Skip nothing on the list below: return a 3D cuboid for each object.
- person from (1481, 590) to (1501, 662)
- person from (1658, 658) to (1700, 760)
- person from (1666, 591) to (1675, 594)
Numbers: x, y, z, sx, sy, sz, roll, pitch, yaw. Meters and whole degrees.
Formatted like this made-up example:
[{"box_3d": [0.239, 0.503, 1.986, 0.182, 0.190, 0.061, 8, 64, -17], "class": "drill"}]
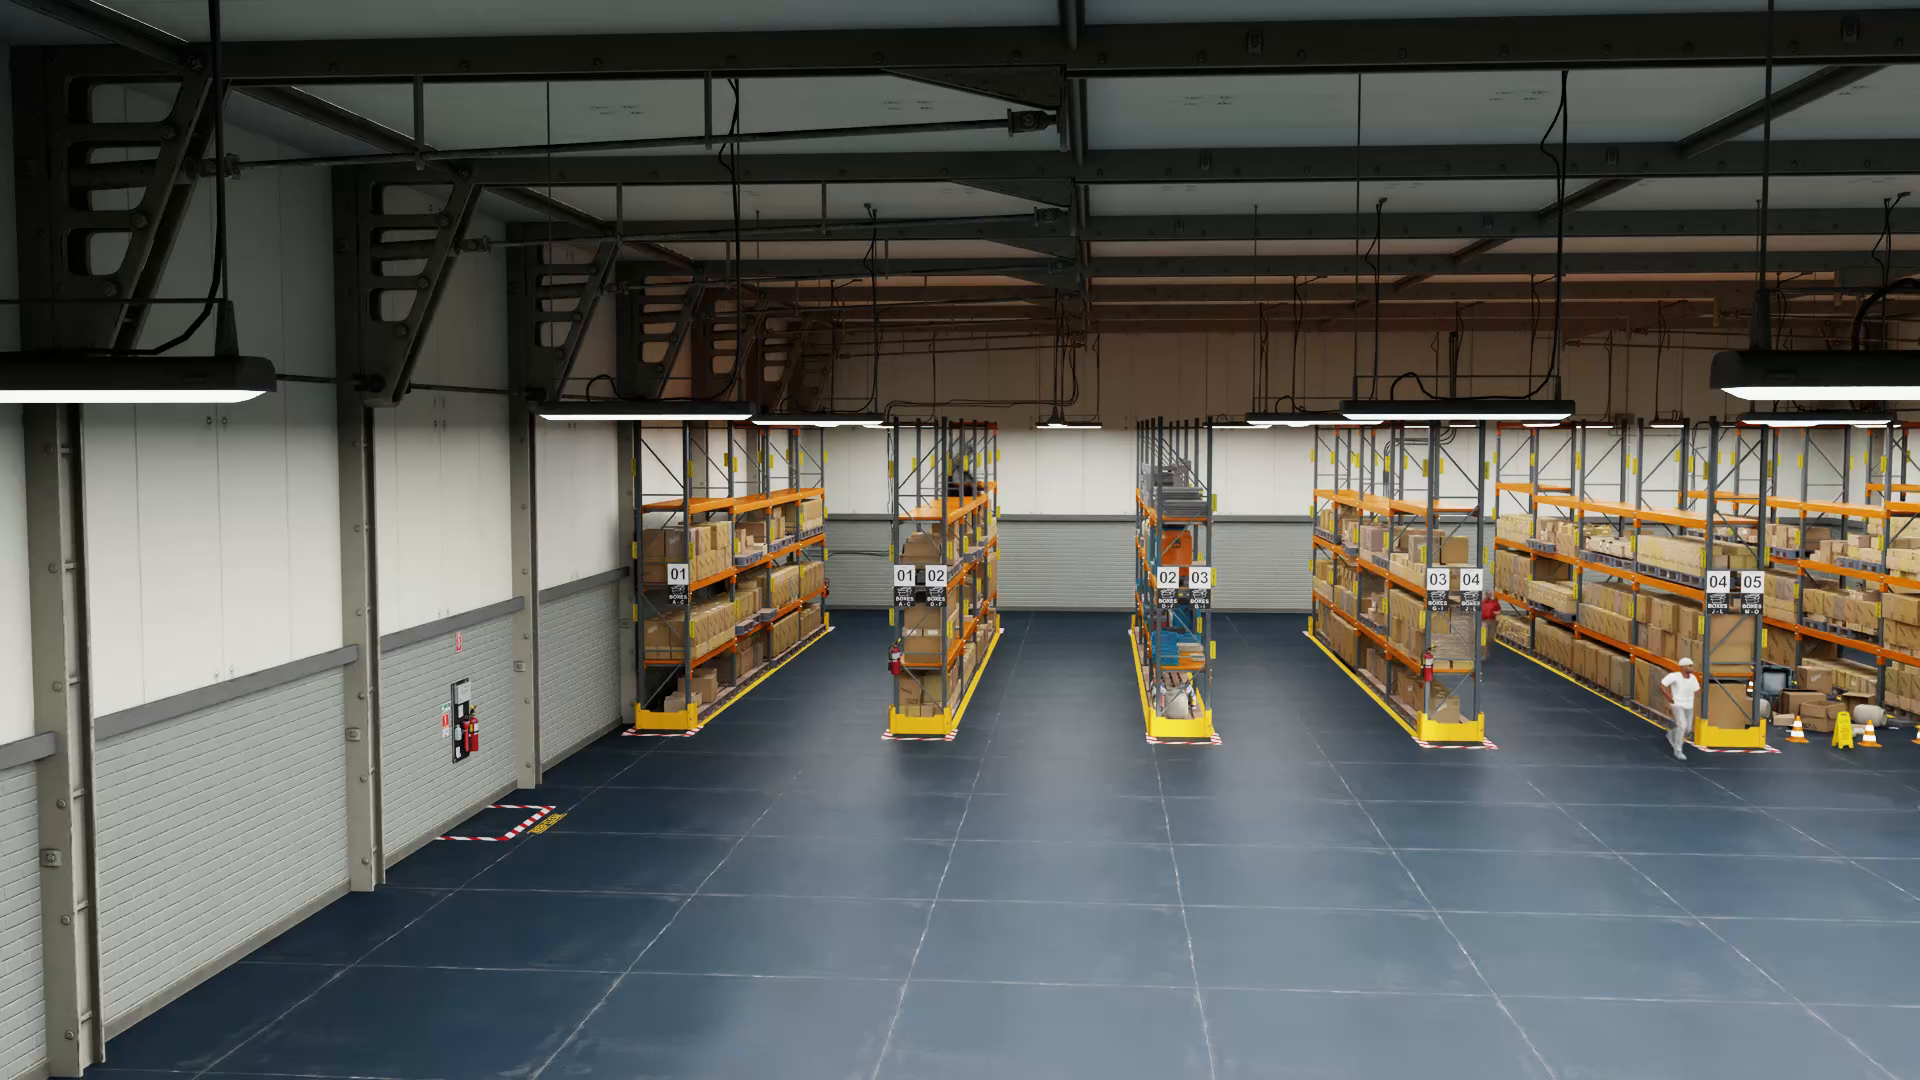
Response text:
[{"box_3d": [13.217, 2.150, 41.661, 0.638, 1.802, 0.800, 0, 4, 1], "class": "person"}, {"box_3d": [12.807, 2.953, 29.462, 0.729, 1.736, 0.889, -1, 4, -15], "class": "person"}, {"box_3d": [20.201, 1.816, 47.269, 0.829, 1.621, 0.640, 2, 4, 33], "class": "person"}]
